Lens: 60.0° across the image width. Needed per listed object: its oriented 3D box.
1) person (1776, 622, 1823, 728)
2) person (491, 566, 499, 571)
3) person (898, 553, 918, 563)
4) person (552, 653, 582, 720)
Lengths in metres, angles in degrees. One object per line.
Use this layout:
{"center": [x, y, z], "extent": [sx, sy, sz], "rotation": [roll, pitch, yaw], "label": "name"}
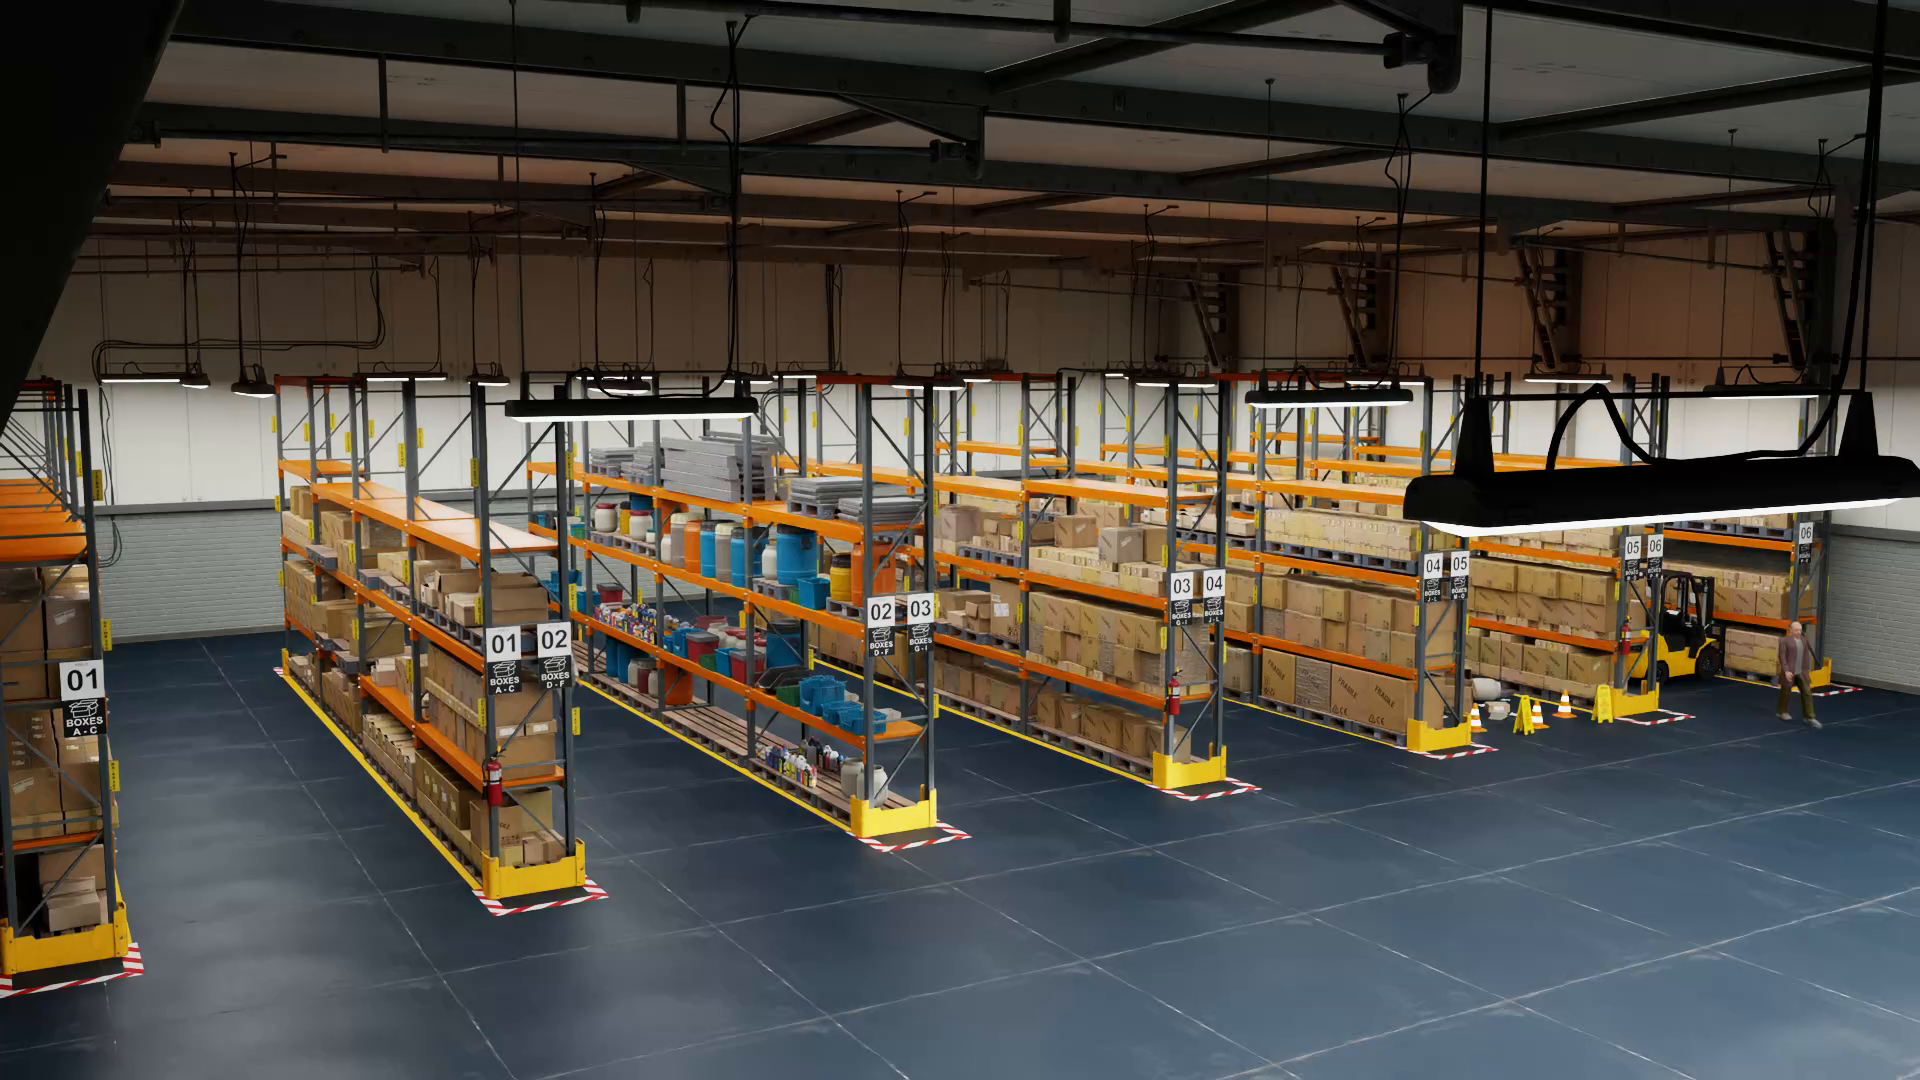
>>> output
{"center": [14.490, 2.298, 28.795], "extent": [0.619, 1.763, 0.892], "rotation": [0, 6, -1], "label": "person"}
{"center": [-10.322, 1.444, 36.514], "extent": [0.478, 1.763, 0.605], "rotation": [-4, 7, -31], "label": "person"}
{"center": [-1.395, 0.573, 44.656], "extent": [0.519, 1.729, 0.981], "rotation": [4, 8, 34], "label": "person"}
{"center": [-6.725, 2.442, 28.353], "extent": [0.462, 1.538, 0.972], "rotation": [-4, 7, -30], "label": "person"}
